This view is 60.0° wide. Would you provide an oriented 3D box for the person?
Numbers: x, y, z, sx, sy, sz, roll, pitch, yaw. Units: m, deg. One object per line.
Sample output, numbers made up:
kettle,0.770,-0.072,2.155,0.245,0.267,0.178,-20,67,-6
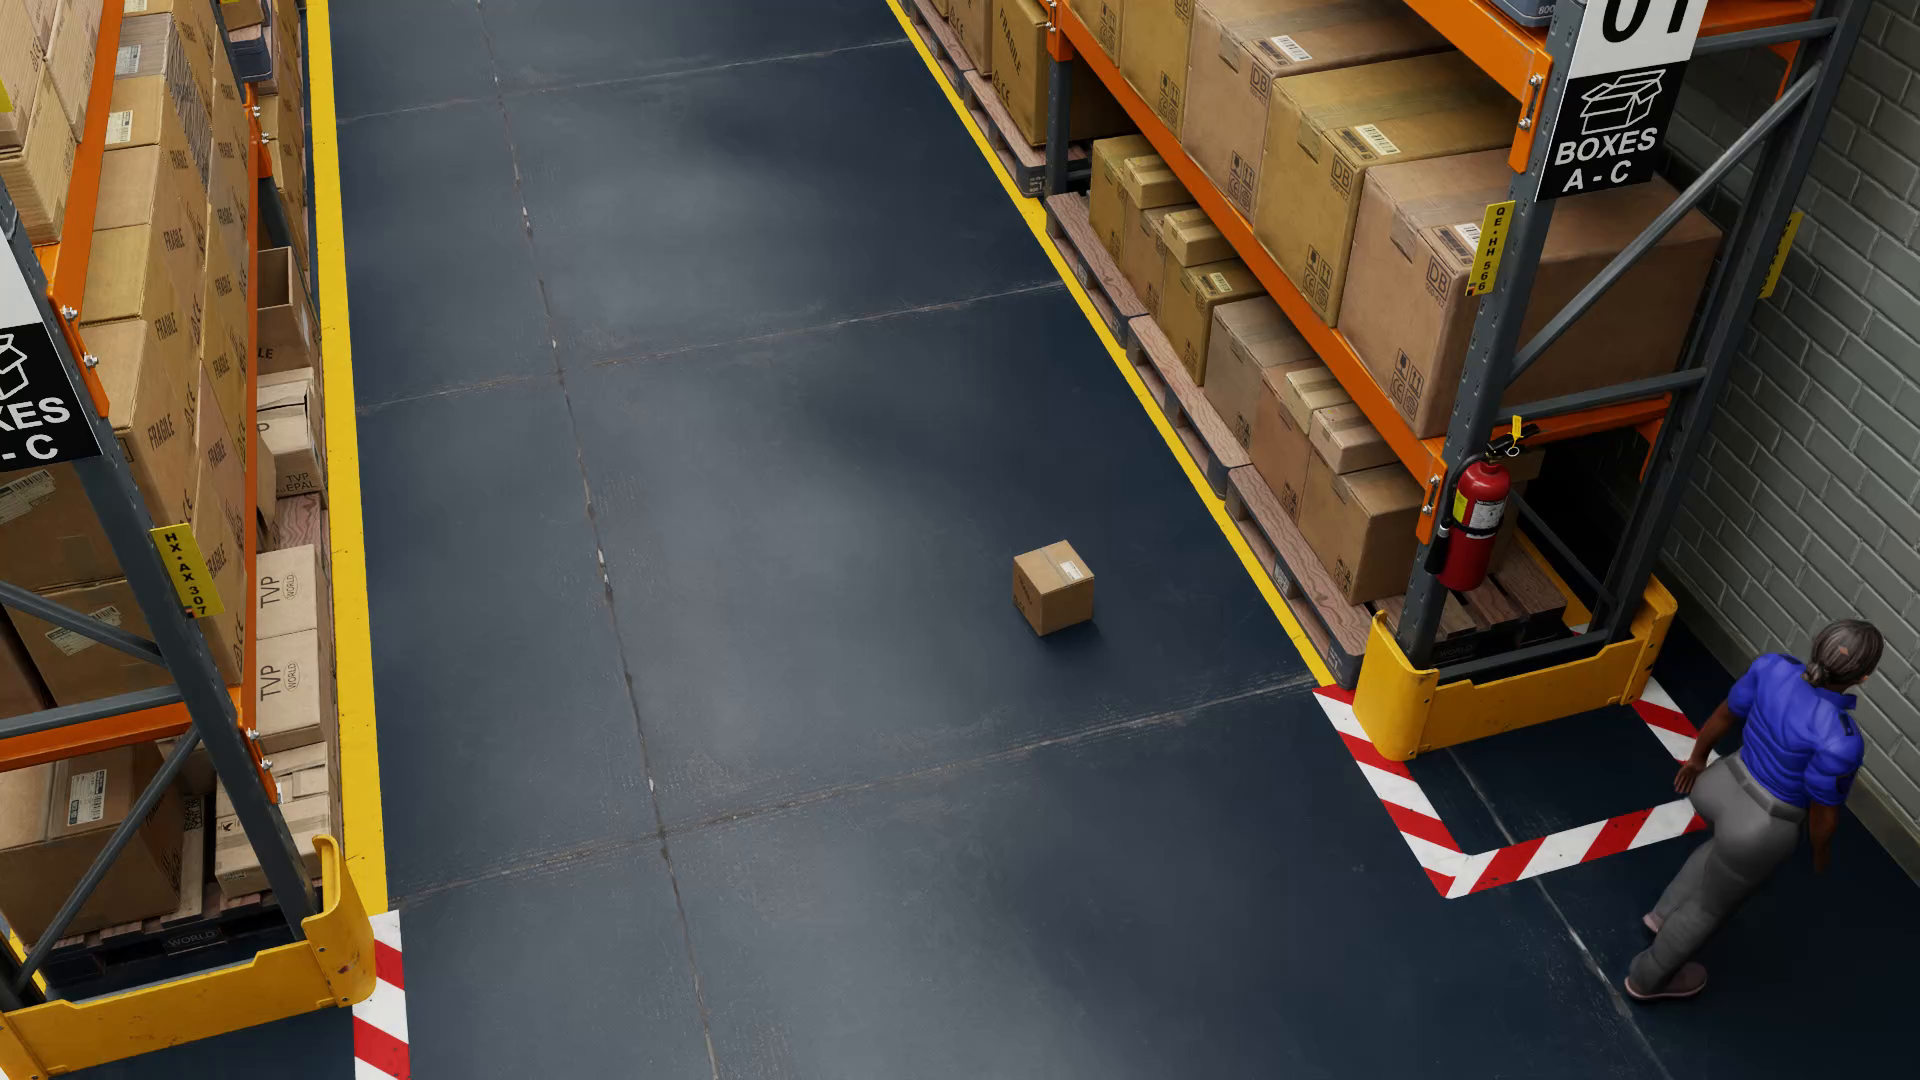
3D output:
person,2.481,0.855,5.247,0.490,1.671,0.487,-9,43,-10
